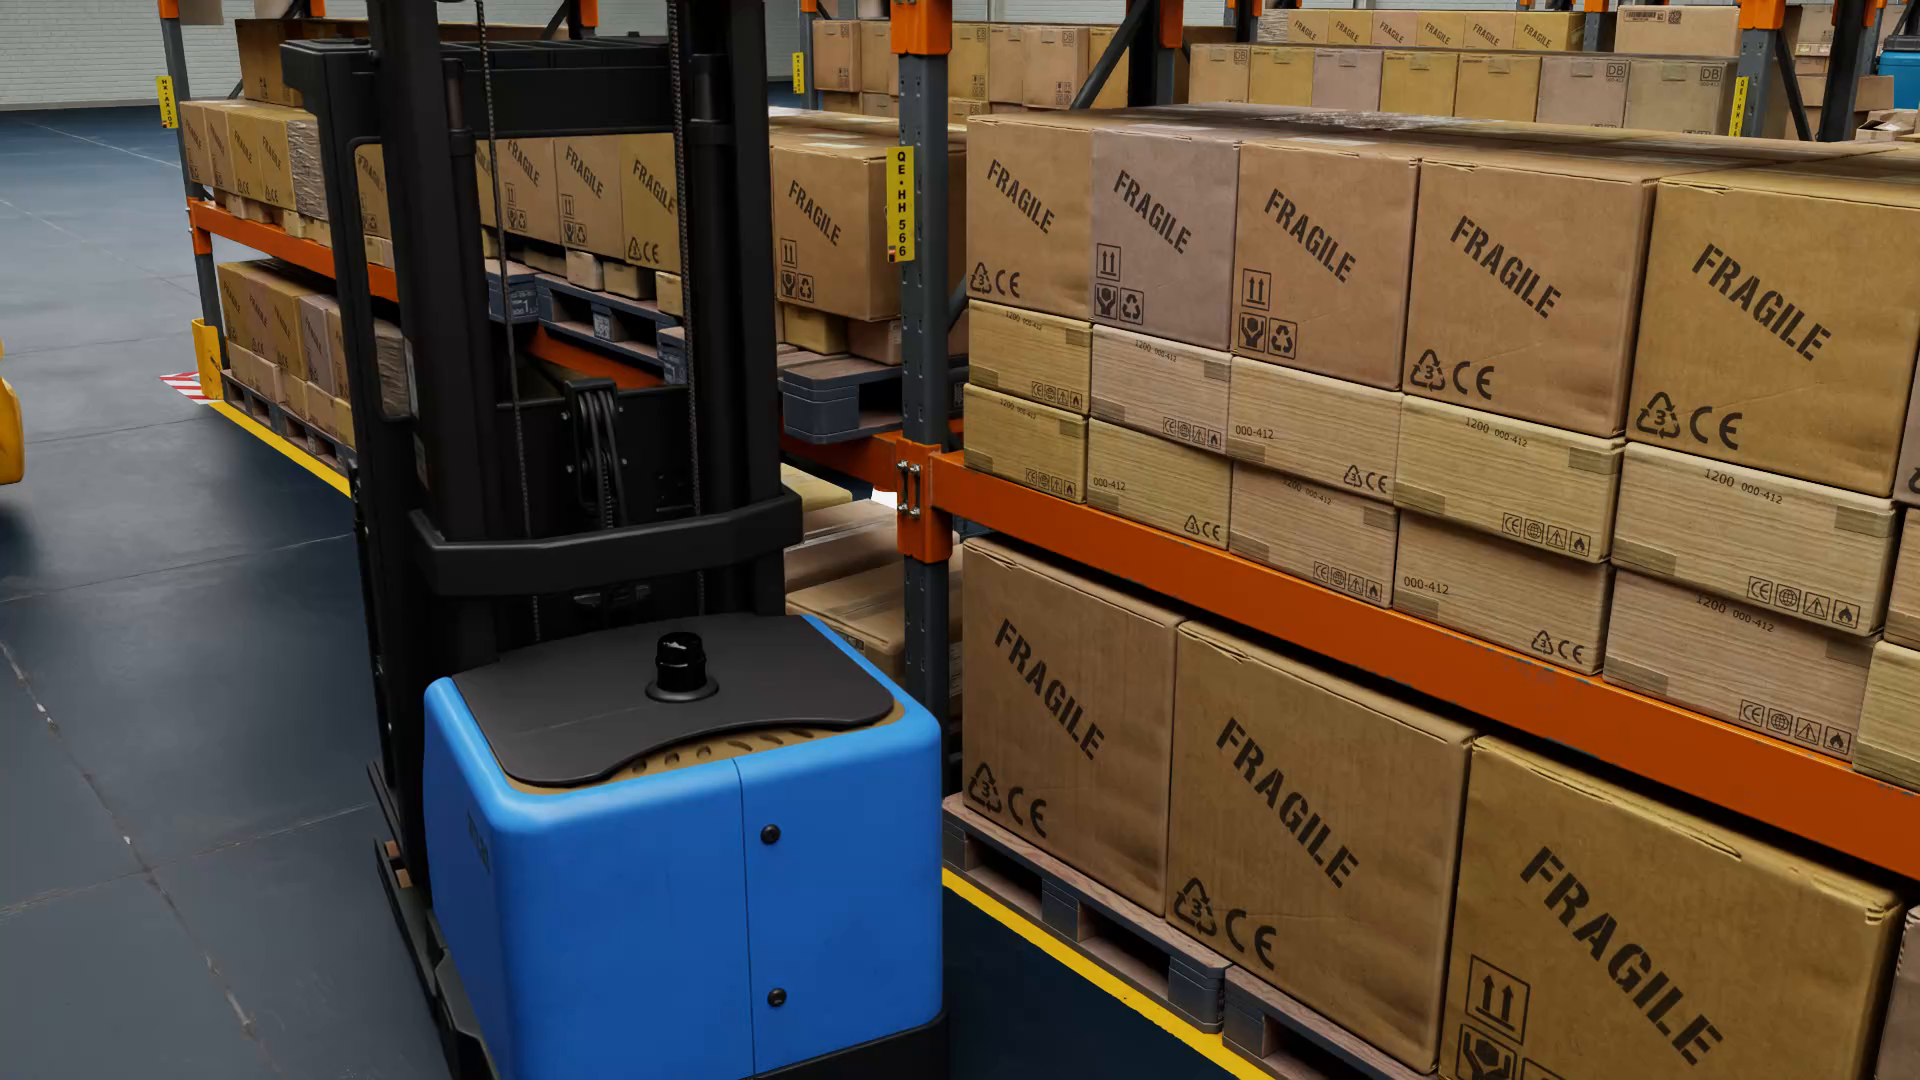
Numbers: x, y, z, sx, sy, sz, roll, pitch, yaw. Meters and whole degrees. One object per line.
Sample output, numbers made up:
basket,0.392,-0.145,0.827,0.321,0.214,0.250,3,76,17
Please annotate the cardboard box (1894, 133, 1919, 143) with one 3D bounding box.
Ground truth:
cardboard box,4.733,-1.886,8.070,0.380,0.149,0.250,-15,24,-38

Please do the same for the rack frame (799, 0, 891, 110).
rack frame,-0.898,-3.526,14.238,1.000,3.000,0.127,-14,23,-36

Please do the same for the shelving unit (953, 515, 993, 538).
shelving unit,0.005,-0.425,8.215,0.258,0.900,0.210,-14,23,-36

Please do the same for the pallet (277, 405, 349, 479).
pallet,-3.439,-0.685,10.094,1.003,0.211,1.213,-14,23,-36

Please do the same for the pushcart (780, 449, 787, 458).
pushcart,-0.476,-0.761,10.062,0.936,0.377,1.648,11,21,30

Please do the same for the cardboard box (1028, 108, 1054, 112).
cardboard box,0.988,-2.831,11.901,0.875,0.550,0.550,-14,23,-36

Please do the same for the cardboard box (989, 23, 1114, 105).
cardboard box,0.723,-3.494,12.186,0.875,0.550,0.550,-14,23,-36

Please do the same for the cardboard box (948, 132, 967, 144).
cardboard box,0.153,-1.107,5.635,0.500,0.500,0.500,-15,23,-38

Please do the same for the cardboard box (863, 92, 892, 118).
cardboard box,-0.274,-3.383,13.569,0.875,0.550,0.550,-14,23,-36

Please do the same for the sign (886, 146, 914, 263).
sign,-0.168,-0.967,4.795,0.100,0.325,0.005,-14,23,-36

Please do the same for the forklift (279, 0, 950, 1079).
forklift,-1.145,-0.313,4.644,1.130,2.935,3.031,-9,20,-26

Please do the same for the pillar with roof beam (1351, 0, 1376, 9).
pillar with roof beam,4.989,-12.330,31.283,9.100,9.000,0.400,-14,23,-36

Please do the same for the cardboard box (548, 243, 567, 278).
cardboard box,-1.474,-1.180,6.886,0.380,0.149,0.250,-14,23,-36

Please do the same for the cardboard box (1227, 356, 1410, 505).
cardboard box,0.992,-0.304,3.951,0.500,0.250,0.500,-14,23,-36

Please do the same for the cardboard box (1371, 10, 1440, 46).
cardboard box,4.112,-4.574,15.181,0.500,0.500,0.500,-14,23,-36

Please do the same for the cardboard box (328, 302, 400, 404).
cardboard box,-3.127,-1.017,9.176,0.500,0.500,0.500,-13,23,-35

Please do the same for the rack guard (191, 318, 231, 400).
rack guard,-4.669,-1.329,11.582,1.175,0.500,0.348,-14,23,-36

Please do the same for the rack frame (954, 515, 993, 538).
rack frame,0.068,-0.400,8.139,0.240,0.900,0.006,-14,23,-36

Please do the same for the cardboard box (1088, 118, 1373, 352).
cardboard box,0.681,-0.796,4.244,0.500,0.500,0.500,-14,23,-36

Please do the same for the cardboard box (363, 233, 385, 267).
cardboard box,-2.831,-1.510,8.549,0.380,0.149,0.250,-13,23,-35

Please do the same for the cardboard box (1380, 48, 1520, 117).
cardboard box,2.845,-2.565,9.588,0.700,0.500,0.500,-14,23,-37

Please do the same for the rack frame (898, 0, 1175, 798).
rack frame,0.251,-0.563,5.292,1.000,3.000,0.127,-14,23,-36

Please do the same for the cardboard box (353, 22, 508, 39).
cardboard box,-2.926,-2.622,9.287,0.700,0.500,0.500,-15,23,-37

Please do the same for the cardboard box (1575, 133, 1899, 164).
cardboard box,1.714,-0.634,3.757,0.500,0.500,0.500,-14,23,-37

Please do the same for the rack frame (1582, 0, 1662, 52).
rack frame,5.536,-3.483,14.110,1.000,3.000,0.127,-14,23,-36

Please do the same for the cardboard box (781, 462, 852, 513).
cardboard box,-1.022,-0.025,7.177,0.950,0.372,0.625,-13,22,-34

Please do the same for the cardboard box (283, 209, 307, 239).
cardboard box,-3.628,-1.824,9.500,0.380,0.149,0.250,-14,23,-36

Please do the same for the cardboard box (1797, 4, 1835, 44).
cardboard box,11.464,-6.806,21.920,0.700,0.500,0.500,-15,23,-38

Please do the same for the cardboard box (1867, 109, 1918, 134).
cardboard box,7.159,-3.084,12.473,0.500,0.250,0.500,-15,23,-38

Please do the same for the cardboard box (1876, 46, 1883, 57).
cardboard box,11.849,-6.239,21.241,0.380,0.149,0.250,-14,23,-36

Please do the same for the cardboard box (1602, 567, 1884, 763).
cardboard box,1.645,0.178,3.290,0.500,0.250,0.500,-15,23,-38

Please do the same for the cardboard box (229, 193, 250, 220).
cardboard box,-4.277,-2.079,10.269,0.380,0.149,0.250,-14,23,-35

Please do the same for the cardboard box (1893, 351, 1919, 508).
cardboard box,1.934,-0.287,2.707,0.500,0.500,0.500,-13,23,-35

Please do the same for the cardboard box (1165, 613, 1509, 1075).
cardboard box,1.166,0.653,4.331,0.875,0.875,0.875,-14,23,-35

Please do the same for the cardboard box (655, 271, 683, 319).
cardboard box,-0.883,-0.912,6.077,0.380,0.149,0.250,-13,23,-35

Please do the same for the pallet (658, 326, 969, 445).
pallet,-0.275,-0.627,5.790,1.213,0.211,1.003,-14,23,-36

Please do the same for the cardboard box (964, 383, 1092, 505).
cardboard box,0.358,-0.322,4.803,0.500,0.250,0.500,-14,23,-37

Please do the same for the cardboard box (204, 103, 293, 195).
cardboard box,-4.315,-2.425,10.283,0.500,0.500,0.500,-13,22,-34

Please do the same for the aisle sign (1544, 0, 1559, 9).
aisle sign,7.123,-6.745,19.826,0.394,0.787,0.004,-14,23,-36

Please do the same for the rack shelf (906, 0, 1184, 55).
rack shelf,1.493,-1.153,3.445,1.077,0.370,4.000,-14,23,-36

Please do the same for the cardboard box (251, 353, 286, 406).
cardboard box,-4.121,-1.049,10.464,0.500,0.250,0.500,-13,22,-34

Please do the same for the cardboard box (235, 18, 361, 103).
cardboard box,-4.227,-3.115,10.774,0.700,0.500,0.500,-15,23,-37

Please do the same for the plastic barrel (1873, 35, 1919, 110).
plastic barrel,9.421,-4.533,16.484,0.600,0.901,0.708,-14,23,-36

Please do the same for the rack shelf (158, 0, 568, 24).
rack shelf,-3.474,-3.124,9.398,1.077,0.370,4.000,-14,23,-36

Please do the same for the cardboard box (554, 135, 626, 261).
cardboard box,-1.231,-1.393,6.498,0.500,0.500,0.500,-15,24,-38

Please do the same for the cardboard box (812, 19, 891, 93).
cardboard box,-0.698,-4.010,13.746,0.875,0.550,0.550,-14,23,-36

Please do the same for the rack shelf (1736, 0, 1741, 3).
rack shelf,12.062,-6.991,21.076,1.077,0.370,4.000,-14,23,-36

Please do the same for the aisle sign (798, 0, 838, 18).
aisle sign,-1.177,-4.719,13.705,0.394,0.787,0.004,-14,23,-36

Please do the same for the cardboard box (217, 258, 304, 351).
cardboard box,-4.416,-1.526,10.713,0.500,0.500,0.500,-15,23,-38

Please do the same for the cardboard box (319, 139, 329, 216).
cardboard box,-3.028,-1.924,8.769,0.500,0.500,0.500,-13,22,-34
